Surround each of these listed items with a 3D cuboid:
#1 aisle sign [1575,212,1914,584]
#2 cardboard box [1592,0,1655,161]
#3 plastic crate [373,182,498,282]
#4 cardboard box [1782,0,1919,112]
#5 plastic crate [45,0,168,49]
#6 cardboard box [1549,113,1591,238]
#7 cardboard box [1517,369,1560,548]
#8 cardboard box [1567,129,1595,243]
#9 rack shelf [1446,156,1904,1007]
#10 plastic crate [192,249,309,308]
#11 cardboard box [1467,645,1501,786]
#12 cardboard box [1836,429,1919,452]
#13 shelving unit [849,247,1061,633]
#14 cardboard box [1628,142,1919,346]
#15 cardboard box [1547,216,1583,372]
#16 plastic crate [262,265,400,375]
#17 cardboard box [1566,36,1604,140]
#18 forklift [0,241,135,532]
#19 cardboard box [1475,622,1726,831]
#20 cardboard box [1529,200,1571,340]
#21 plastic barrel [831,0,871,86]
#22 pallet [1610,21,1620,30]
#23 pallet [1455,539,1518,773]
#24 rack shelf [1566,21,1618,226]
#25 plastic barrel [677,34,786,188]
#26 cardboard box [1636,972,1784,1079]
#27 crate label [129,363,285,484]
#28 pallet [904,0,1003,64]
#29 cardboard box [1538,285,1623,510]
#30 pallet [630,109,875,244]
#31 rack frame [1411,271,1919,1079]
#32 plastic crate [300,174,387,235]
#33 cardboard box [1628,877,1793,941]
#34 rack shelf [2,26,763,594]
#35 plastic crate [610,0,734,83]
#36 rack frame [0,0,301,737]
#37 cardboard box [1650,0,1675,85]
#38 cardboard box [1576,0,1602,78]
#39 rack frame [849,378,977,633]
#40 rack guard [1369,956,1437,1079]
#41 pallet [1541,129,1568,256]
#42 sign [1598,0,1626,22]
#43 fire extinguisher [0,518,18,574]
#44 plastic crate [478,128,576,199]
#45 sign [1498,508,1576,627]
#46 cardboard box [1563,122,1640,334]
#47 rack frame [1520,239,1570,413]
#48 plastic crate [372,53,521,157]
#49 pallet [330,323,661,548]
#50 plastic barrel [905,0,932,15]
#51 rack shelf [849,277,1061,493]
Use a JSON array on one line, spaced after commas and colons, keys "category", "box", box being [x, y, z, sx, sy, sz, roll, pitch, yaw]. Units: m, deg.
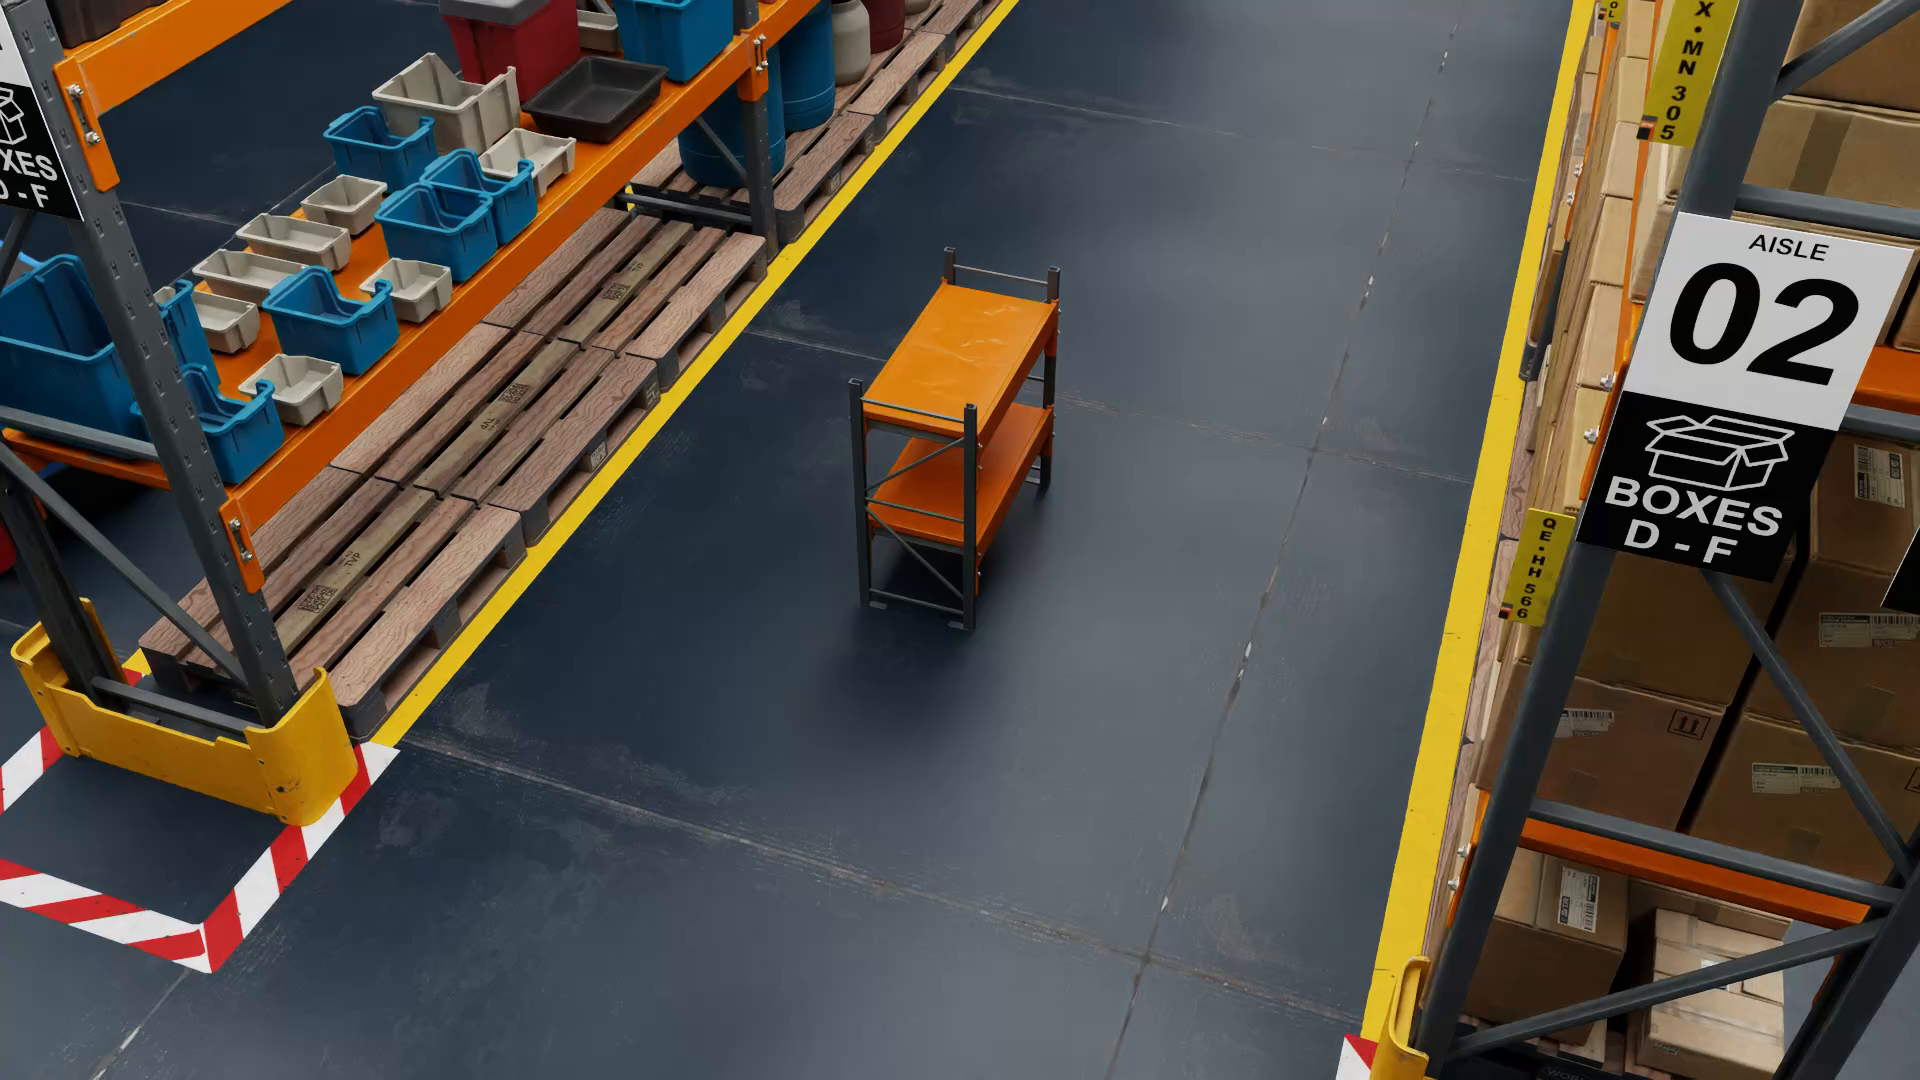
[{"category": "aisle sign", "box": [1.494, -0.254, 3.233, 0.394, 0.787, 0.004, 13, 42, 15]}, {"category": "cardboard box", "box": [2.572, -1.557, 5.916, 0.500, 0.500, 0.500, 12, 42, 14]}, {"category": "plastic crate", "box": [-2.004, -1.180, 6.404, 0.416, 0.233, 0.300, 13, 42, 15]}, {"category": "cardboard box", "box": [1.966, -1.115, 3.087, 0.700, 0.500, 0.500, 13, 42, 15]}, {"category": "plastic crate", "box": [-2.454, -1.604, 4.609, 0.497, 0.269, 0.590, 13, 42, 15]}, {"category": "cardboard box", "box": [3.421, -1.864, 8.711, 0.500, 0.500, 0.500, 14, 42, 16]}, {"category": "cardboard box", "box": [2.053, -0.230, 5.132, 0.500, 0.500, 0.500, 14, 42, 15]}, {"category": "cardboard box", "box": [2.743, -1.466, 6.580, 0.500, 0.500, 0.500, 14, 43, 16]}, {"category": "rack shelf", "box": [2.489, -0.185, 5.709, 1.077, 0.370, 4.000, 13, 42, 15]}, {"category": "plastic crate", "box": [-2.627, -0.974, 6.237, 0.396, 0.136, 0.243, 13, 42, 15]}, {"category": "cardboard box", "box": [2.113, 0.681, 5.920, 0.500, 0.250, 0.500, 13, 42, 15]}, {"category": "cardboard box", "box": [2.377, -0.189, 4.314, 0.500, 0.500, 0.500, 14, 42, 16]}, {"category": "shelving unit", "box": [-0.002, -0.424, 6.880, 0.538, 1.125, 1.048, 13, 42, 15]}, {"category": "cardboard box", "box": [1.733, -0.694, 3.557, 0.500, 0.250, 0.500, 13, 42, 15]}, {"category": "cardboard box", "box": [2.398, -0.848, 5.856, 0.500, 0.500, 0.500, 13, 42, 15]}, {"category": "plastic crate", "box": [-2.229, -0.778, 5.934, 0.416, 0.233, 0.300, 13, 42, 15]}, {"category": "cardboard box", "box": [3.767, -2.495, 9.450, 0.500, 0.500, 0.500, 13, 42, 15]}, {"category": "forklift", "box": [-5.152, -1.679, 6.960, 3.031, 2.935, 1.130, 25, 46, 26]}, {"category": "cardboard box", "box": [1.703, 0.390, 4.405, 0.500, 0.500, 0.500, 15, 43, 16]}, {"category": "cardboard box", "box": [3.073, -1.259, 8.002, 0.500, 0.500, 0.500, 13, 42, 15]}, {"category": "plastic barrel", "box": [-0.759, -3.078, 10.139, 0.421, 0.512, 0.421, 0, 40, 0]}, {"category": "pallet", "box": [3.880, -2.858, 8.436, 1.003, 0.211, 1.213, 13, 42, 15]}, {"category": "pallet", "box": [2.522, 0.548, 6.445, 1.003, 0.211, 1.213, 13, 42, 15]}, {"category": "rack shelf", "box": [3.857, -2.624, 8.569, 1.077, 0.370, 4.000, 13, 42, 15]}, {"category": "plastic barrel", "box": [-1.278, -2.469, 9.126, 0.600, 0.901, 0.708, 13, 42, 15]}, {"category": "cardboard box", "box": [2.272, 1.500, 5.039, 0.380, 0.149, 0.250, 13, 42, 15]}, {"category": "crate label", "box": [-2.454, -0.377, 5.463, 0.416, 0.233, 0.303, 13, 42, 15]}, {"category": "pallet", "box": [-0.343, -3.668, 11.387, 1.003, 0.211, 1.213, 13, 42, 15]}, {"category": "cardboard box", "box": [1.871, -0.298, 4.440, 0.500, 0.500, 0.500, 14, 43, 16]}, {"category": "pallet", "box": [-1.177, -2.180, 9.643, 1.003, 0.211, 1.213, 13, 42, 15]}, {"category": "rack frame", "box": [1.805, 0.762, 4.046, 1.000, 3.000, 0.127, 13, 42, 15]}, {"category": "plastic crate", "box": [-2.471, -1.334, 6.659, 0.298, 0.136, 0.250, 13, 42, 15]}, {"category": "cardboard box", "box": [2.429, 1.067, 5.468, 0.500, 0.250, 0.500, 13, 42, 15]}, {"category": "rack shelf", "box": [-2.164, -1.286, 7.001, 1.077, 0.370, 4.000, 13, 42, 15]}, {"category": "plastic crate", "box": [-1.319, -2.436, 7.760, 0.392, 0.384, 0.575, 13, 42, 15]}, {"category": "rack frame", "box": [-2.848, -0.340, 5.337, 1.000, 3.000, 0.127, 13, 42, 15]}, {"category": "cardboard box", "box": [2.073, -1.305, 4.273, 0.500, 0.250, 0.500, 13, 42, 15]}, {"category": "cardboard box", "box": [4.117, -3.120, 10.183, 0.500, 0.500, 0.500, 15, 43, 17]}, {"category": "rack frame", "box": [-0.176, -0.114, 6.517, 0.500, 1.125, 0.032, 13, 42, 15]}, {"category": "rack guard", "box": [1.831, 1.666, 4.912, 1.175, 0.500, 0.348, 13, 42, 15]}, {"category": "pallet", "box": [3.831, -1.868, 9.277, 1.003, 0.211, 1.213, 13, 42, 15]}, {"category": "sign", "box": [2.650, -2.240, 6.672, 0.100, 0.325, 0.005, 13, 42, 15]}, {"category": "fire extinguisher", "box": [-3.327, -0.178, 5.494, 0.296, 0.674, 0.183, 13, 42, 15]}, {"category": "plastic crate", "box": [-1.793, -1.573, 6.940, 0.293, 0.136, 0.466, 13, 42, 15]}, {"category": "sign", "box": [1.291, 0.066, 3.727, 0.100, 0.325, 0.005, 13, 42, 15]}, {"category": "cardboard box", "box": [2.220, -0.928, 5.179, 0.500, 0.500, 0.500, 15, 43, 16]}, {"category": "rack frame", "box": [3.173, -1.678, 6.906, 1.000, 3.000, 0.127, 13, 42, 15]}, {"category": "plastic crate", "box": [-2.175, -1.867, 7.172, 0.437, 0.282, 0.530, 13, 42, 15]}, {"category": "pallet", "box": [-2.111, -0.515, 7.691, 1.003, 0.211, 1.213, 13, 42, 15]}, {"category": "plastic barrel", "box": [-0.373, -3.766, 10.947, 0.421, 0.512, 0.421, 0, 40, 0]}, {"category": "rack shelf", "box": [-0.002, -0.646, 6.690, 0.538, 0.278, 1.000, 13, 42, 15]}]
